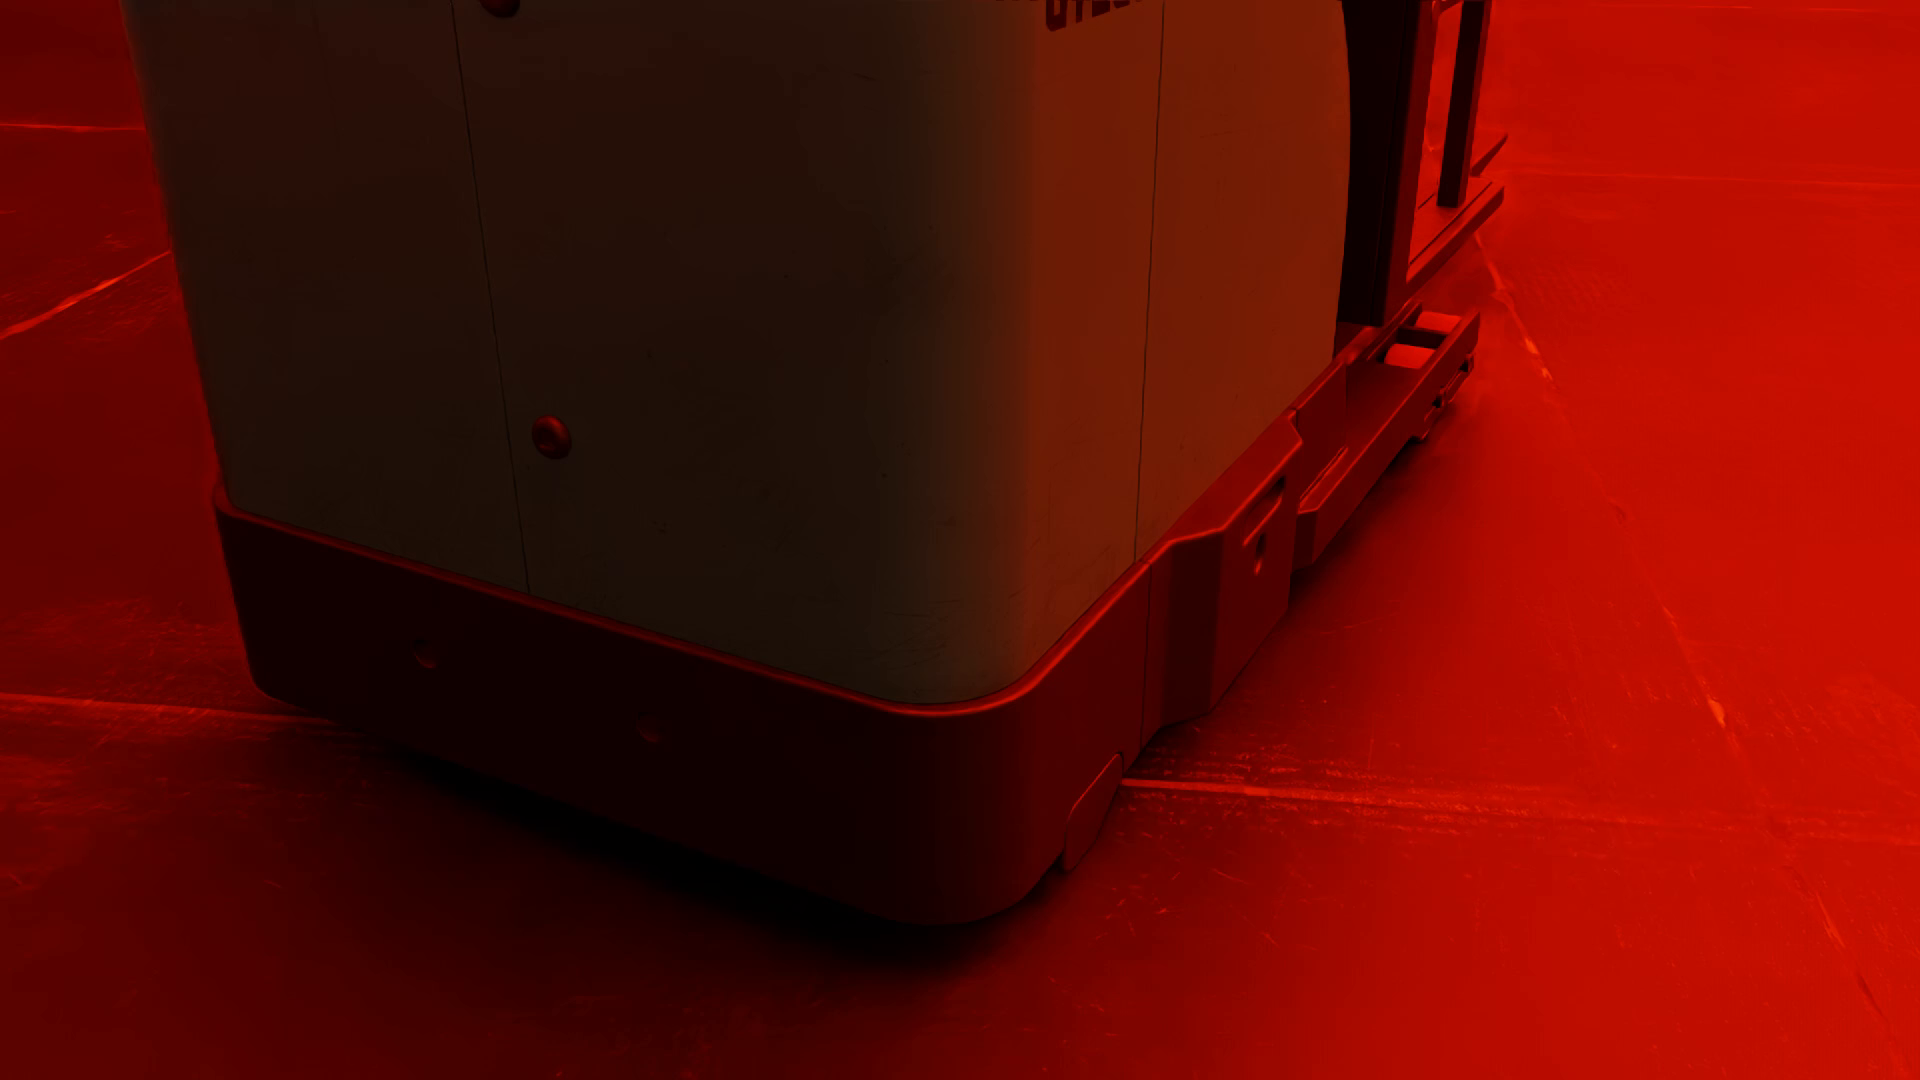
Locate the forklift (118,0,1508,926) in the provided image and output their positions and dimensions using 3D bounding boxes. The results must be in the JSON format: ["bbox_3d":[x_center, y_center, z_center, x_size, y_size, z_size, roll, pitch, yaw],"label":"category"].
[{"bbox_3d":[0.280,-1.565,2.354,1.130,2.935,3.031,14,30,25],"label":"forklift"}]
